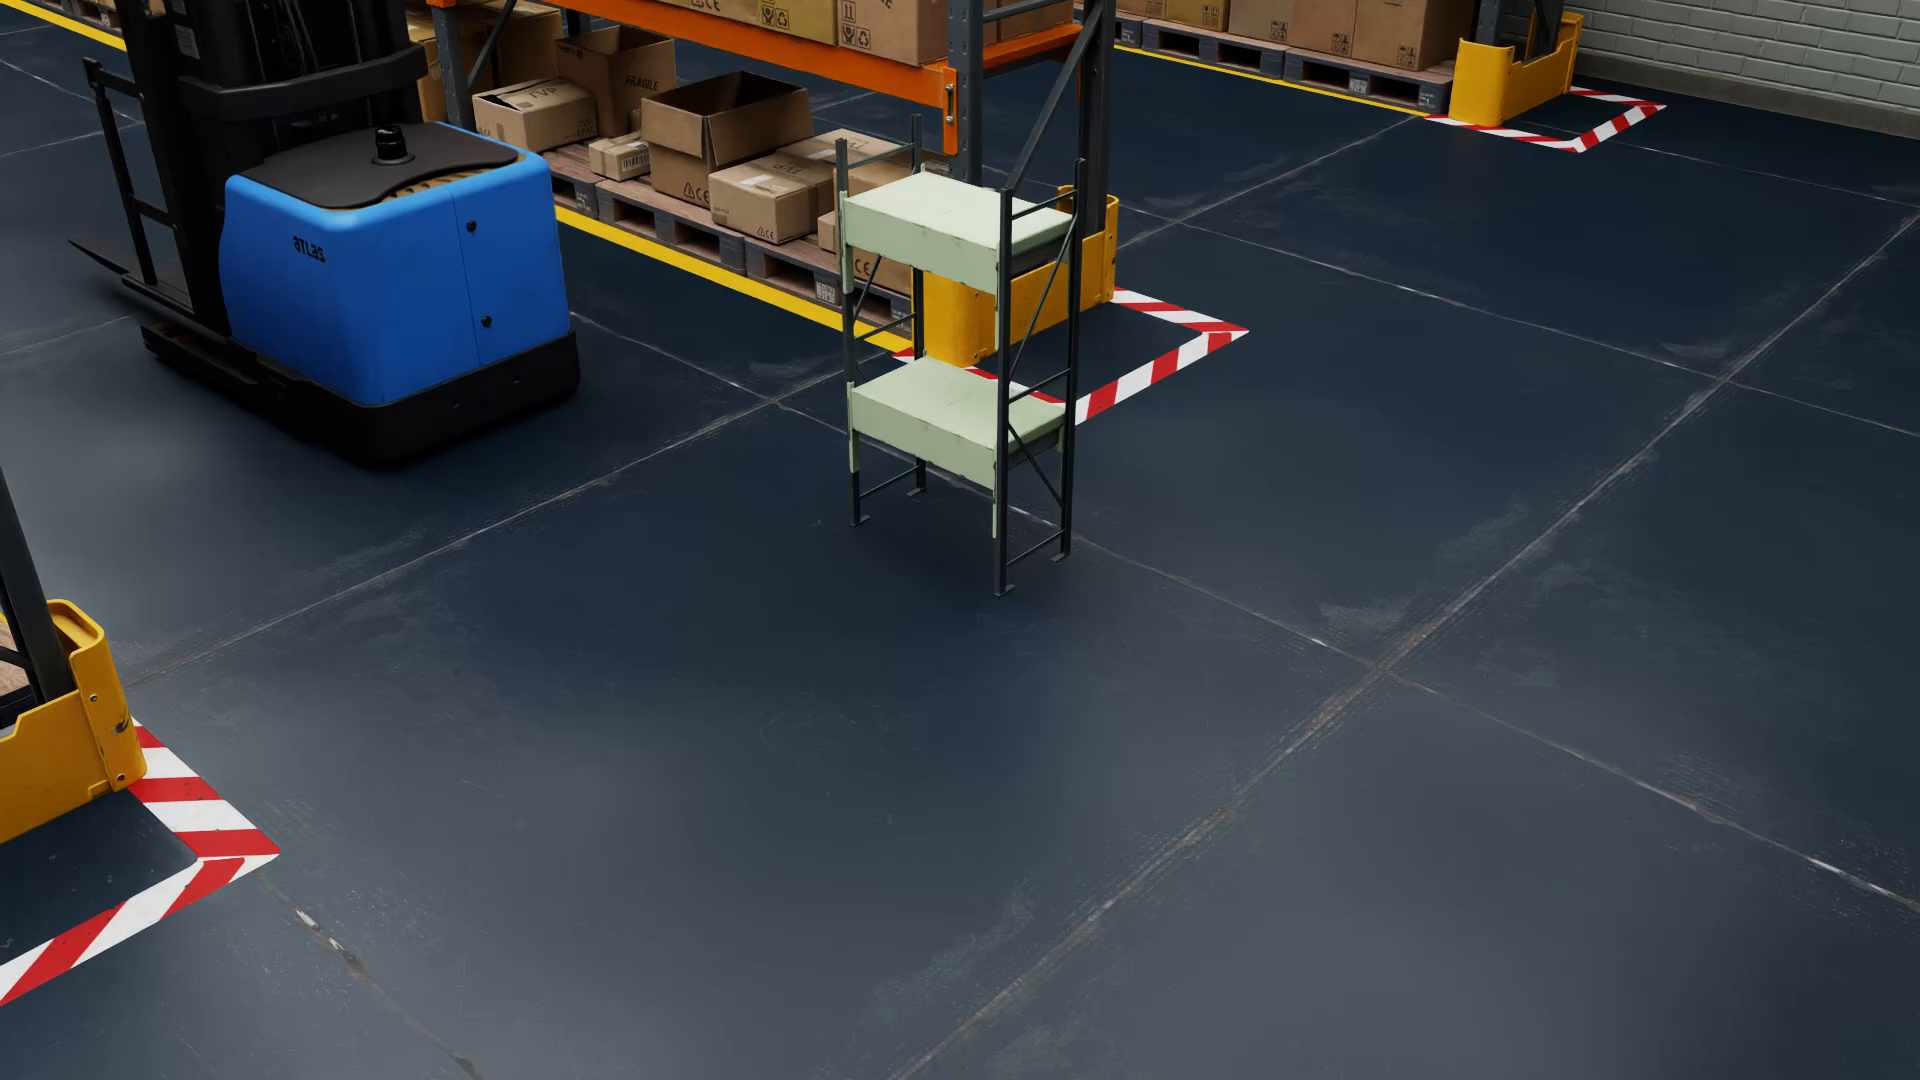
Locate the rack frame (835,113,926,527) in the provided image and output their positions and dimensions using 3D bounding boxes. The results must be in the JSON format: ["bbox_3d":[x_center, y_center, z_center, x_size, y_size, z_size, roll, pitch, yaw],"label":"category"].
[{"bbox_3d":[-0.276,-0.772,6.077,0.023,1.500,0.400,25,39,35],"label":"rack frame"}]

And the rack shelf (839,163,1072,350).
[{"bbox_3d":[-0.005,-0.979,5.666,0.720,0.370,0.431,25,39,35],"label":"rack shelf"}]

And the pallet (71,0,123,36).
[{"bbox_3d":[-6.188,-4.180,12.989,1.213,0.211,1.003,25,39,35],"label":"pallet"}]

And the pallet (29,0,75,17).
[{"bbox_3d":[-7.089,-4.603,13.691,1.213,0.211,1.003,25,39,35],"label":"pallet"}]

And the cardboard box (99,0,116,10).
[{"bbox_3d":[-6.158,-4.166,12.521,0.500,0.250,0.500,26,40,36],"label":"cardboard box"}]

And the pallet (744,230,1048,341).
[{"bbox_3d":[-0.321,-1.414,8.394,1.213,0.211,1.003,25,39,35],"label":"pallet"}]

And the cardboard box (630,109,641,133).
[{"bbox_3d":[-1.707,-2.462,9.770,0.250,0.149,0.380,25,39,35],"label":"cardboard box"}]

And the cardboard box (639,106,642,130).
[{"bbox_3d":[-1.470,-2.379,9.474,0.500,0.311,0.500,25,39,35],"label":"cardboard box"}]

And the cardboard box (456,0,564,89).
[{"bbox_3d":[-2.834,-3.069,10.437,0.500,0.500,0.500,23,38,33],"label":"cardboard box"}]

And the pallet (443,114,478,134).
[{"bbox_3d":[-3.267,-2.763,10.635,1.213,0.211,1.003,25,39,35],"label":"pallet"}]

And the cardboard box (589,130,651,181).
[{"bbox_3d":[-1.824,-2.142,9.220,0.250,0.166,0.380,25,39,35],"label":"cardboard box"}]

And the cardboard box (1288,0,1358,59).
[{"bbox_3d":[2.691,-3.688,11.485,0.500,0.500,0.700,25,39,35],"label":"cardboard box"}]

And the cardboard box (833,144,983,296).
[{"bbox_3d":[-0.241,-1.518,7.860,0.500,0.500,0.500,25,39,35],"label":"cardboard box"}]

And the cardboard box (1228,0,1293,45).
[{"bbox_3d":[2.318,-3.862,11.773,0.500,0.500,0.700,24,38,34],"label":"cardboard box"}]

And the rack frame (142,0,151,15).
[{"bbox_3d":[-5.604,-5.075,11.772,0.127,3.000,1.000,25,39,35],"label":"rack frame"}]

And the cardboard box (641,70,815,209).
[{"bbox_3d":[-1.242,-2.162,8.926,0.637,0.503,0.797,25,39,35],"label":"cardboard box"}]

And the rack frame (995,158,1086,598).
[{"bbox_3d":[0.266,-0.518,5.657,0.023,1.500,0.400,25,39,35],"label":"rack frame"}]

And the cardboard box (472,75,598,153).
[{"bbox_3d":[-2.473,-2.499,9.674,0.500,0.311,0.500,25,39,35],"label":"cardboard box"}]

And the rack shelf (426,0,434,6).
[{"bbox_3d":[-4.121,-4.075,10.808,4.000,0.370,1.077,25,39,35],"label":"rack shelf"}]

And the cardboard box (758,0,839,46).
[{"bbox_3d":[-0.575,-2.578,7.528,0.500,0.500,0.500,25,39,35],"label":"cardboard box"}]

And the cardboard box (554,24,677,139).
[{"bbox_3d":[-2.026,-2.720,9.856,0.500,0.500,0.500,25,39,35],"label":"cardboard box"}]

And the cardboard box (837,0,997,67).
[{"bbox_3d":[-0.188,-2.400,7.232,0.500,0.500,0.500,26,40,36],"label":"cardboard box"}]

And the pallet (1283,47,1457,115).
[{"bbox_3d":[3.003,-3.254,11.451,1.213,0.211,1.003,25,39,35],"label":"pallet"}]

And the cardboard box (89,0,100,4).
[{"bbox_3d":[-6.543,-4.343,12.815,0.500,0.250,0.500,25,39,35],"label":"cardboard box"}]

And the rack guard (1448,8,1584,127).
[{"bbox_3d":[3.666,-3.123,10.953,0.348,0.500,1.175,25,39,35],"label":"rack guard"}]

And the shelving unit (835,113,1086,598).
[{"bbox_3d":[-0.005,-0.645,5.867,0.755,1.500,0.431,25,39,35],"label":"shelving unit"}]

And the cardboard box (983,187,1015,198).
[{"bbox_3d":[0.062,-1.644,8.393,0.250,0.166,0.380,25,39,35],"label":"cardboard box"}]

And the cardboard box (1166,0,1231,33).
[{"bbox_3d":[1.918,-4.044,12.075,0.500,0.500,0.700,26,40,36],"label":"cardboard box"}]

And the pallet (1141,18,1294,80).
[{"bbox_3d":[2.103,-3.676,12.152,1.213,0.211,1.003,25,39,35],"label":"pallet"}]

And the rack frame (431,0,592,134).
[{"bbox_3d":[-2.639,-3.691,9.473,0.127,3.000,1.000,25,39,35],"label":"rack frame"}]

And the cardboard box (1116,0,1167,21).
[{"bbox_3d":[1.539,-4.222,12.372,0.500,0.500,0.700,25,39,35],"label":"cardboard box"}]

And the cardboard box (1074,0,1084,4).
[{"bbox_3d":[1.168,-4.397,12.663,0.500,0.500,0.700,26,39,36],"label":"cardboard box"}]

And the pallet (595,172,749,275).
[{"bbox_3d":[-1.221,-1.836,9.095,1.213,0.211,1.003,25,39,35],"label":"pallet"}]

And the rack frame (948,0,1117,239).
[{"bbox_3d":[0.327,-2.306,7.173,0.127,3.000,1.000,25,39,35],"label":"rack frame"}]

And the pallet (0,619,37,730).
[{"bbox_3d":[-3.585,0.481,5.247,1.213,0.211,1.003,25,39,35],"label":"pallet"}]

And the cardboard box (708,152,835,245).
[{"bbox_3d":[-0.926,-1.751,8.490,0.500,0.250,0.500,25,39,35],"label":"cardboard box"}]

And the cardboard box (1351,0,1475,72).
[{"bbox_3d":[3.062,-3.515,11.197,0.500,0.500,0.700,25,39,35],"label":"cardboard box"}]

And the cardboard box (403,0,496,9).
[{"bbox_3d":[-3.237,-3.249,10.736,0.500,0.500,0.500,26,39,36],"label":"cardboard box"}]

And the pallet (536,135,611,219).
[{"bbox_3d":[-2.130,-2.258,9.796,1.213,0.211,1.003,25,39,35],"label":"pallet"}]

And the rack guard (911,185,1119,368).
[{"bbox_3d":[0.271,-1.262,7.861,0.348,0.500,1.175,25,39,35],"label":"rack guard"}]

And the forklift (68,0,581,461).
[{"bbox_3d":[-3.104,-2.201,7.065,3.031,2.935,1.130,24,38,34],"label":"forklift"}]

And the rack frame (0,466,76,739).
[{"bbox_3d":[-2.999,-0.414,4.029,0.127,3.000,1.000,25,39,35],"label":"rack frame"}]

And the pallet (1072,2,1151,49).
[{"bbox_3d":[1.194,-4.099,12.854,1.213,0.211,1.003,25,39,35],"label":"pallet"}]

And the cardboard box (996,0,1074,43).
[{"bbox_3d":[0.175,-2.604,7.570,0.500,0.500,0.500,26,40,36],"label":"cardboard box"}]

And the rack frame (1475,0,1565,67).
[{"bbox_3d":[3.648,-4.202,10.322,0.127,3.000,1.000,25,39,35],"label":"rack frame"}]

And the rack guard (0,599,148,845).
[{"bbox_3d":[-2.973,0.661,4.668,0.348,0.500,1.175,25,39,35],"label":"rack guard"}]

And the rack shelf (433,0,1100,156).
[{"bbox_3d":[-1.156,-2.690,8.508,4.000,0.370,1.077,25,39,35],"label":"rack shelf"}]

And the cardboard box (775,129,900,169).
[{"bbox_3d":[-0.627,-1.960,8.836,0.500,0.250,0.500,25,39,35],"label":"cardboard box"}]

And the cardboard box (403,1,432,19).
[{"bbox_3d":[-3.558,-3.044,10.395,0.500,0.500,0.500,25,39,35],"label":"cardboard box"}]

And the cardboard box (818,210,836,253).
[{"bbox_3d":[-0.481,-1.550,8.236,0.250,0.166,0.380,25,39,35],"label":"cardboard box"}]

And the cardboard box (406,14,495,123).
[{"bbox_3d":[-3.197,-2.870,10.105,0.500,0.500,0.500,25,39,35],"label":"cardboard box"}]

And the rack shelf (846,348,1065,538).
[{"bbox_3d":[-0.005,-0.366,6.035,0.720,0.370,0.431,25,39,35],"label":"rack shelf"}]

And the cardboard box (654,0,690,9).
[{"bbox_3d":[-1.314,-2.928,8.108,0.500,0.500,0.500,24,39,34],"label":"cardboard box"}]

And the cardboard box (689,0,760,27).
[{"bbox_3d":[-0.941,-2.753,7.818,0.500,0.500,0.500,25,39,35],"label":"cardboard box"}]

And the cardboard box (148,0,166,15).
[{"bbox_3d":[-5.459,-3.926,11.860,0.500,0.500,0.500,27,40,37],"label":"cardboard box"}]
